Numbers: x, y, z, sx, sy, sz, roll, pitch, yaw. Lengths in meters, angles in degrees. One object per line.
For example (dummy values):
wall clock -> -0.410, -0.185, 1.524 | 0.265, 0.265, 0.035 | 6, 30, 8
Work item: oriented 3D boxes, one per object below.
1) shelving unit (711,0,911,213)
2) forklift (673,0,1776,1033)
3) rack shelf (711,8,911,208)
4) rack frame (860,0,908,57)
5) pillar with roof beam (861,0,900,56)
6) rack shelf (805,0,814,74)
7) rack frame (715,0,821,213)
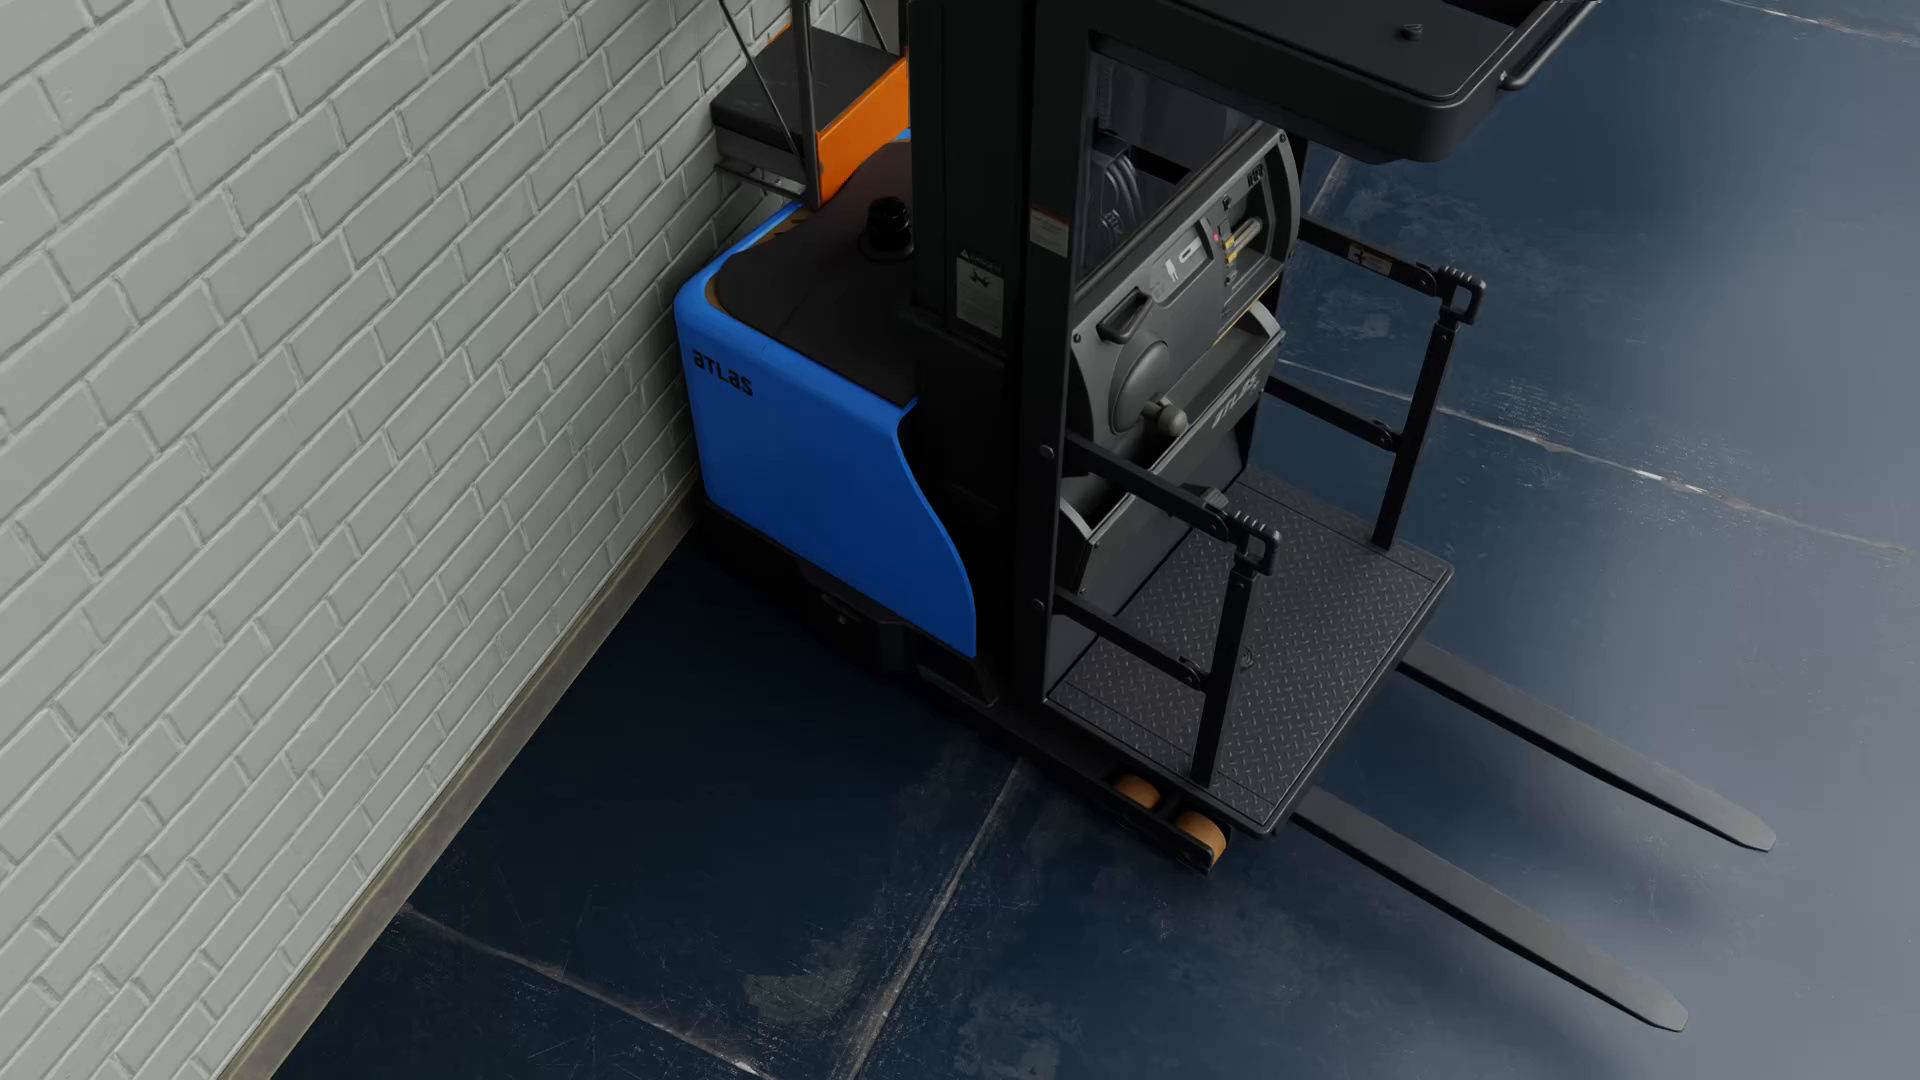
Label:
shelving unit -> -0.436, -1.155, 4.809 | 0.431, 2.100, 0.503 | 24, 53, 19
forklift -> 0.704, -0.526, 3.773 | 3.031, 2.935, 1.130 | 30, 56, 23
rack shelf -> -0.436, -1.146, 4.819 | 0.431, 0.518, 0.480 | 24, 53, 19
rack frame -> -0.312, -1.314, 4.947 | 0.400, 2.100, 0.015 | 24, 53, 19
pillar with roof beam -> 3.797, -2.574, 1.532 | 9.100, 9.000, 0.400 | 20, 52, 16
rack shelf -> -0.434, -1.605, 4.290 | 0.431, 0.518, 0.480 | 24, 53, 19
rack frame -> -0.560, -0.997, 4.671 | 0.400, 2.100, 0.015 | 24, 53, 19
